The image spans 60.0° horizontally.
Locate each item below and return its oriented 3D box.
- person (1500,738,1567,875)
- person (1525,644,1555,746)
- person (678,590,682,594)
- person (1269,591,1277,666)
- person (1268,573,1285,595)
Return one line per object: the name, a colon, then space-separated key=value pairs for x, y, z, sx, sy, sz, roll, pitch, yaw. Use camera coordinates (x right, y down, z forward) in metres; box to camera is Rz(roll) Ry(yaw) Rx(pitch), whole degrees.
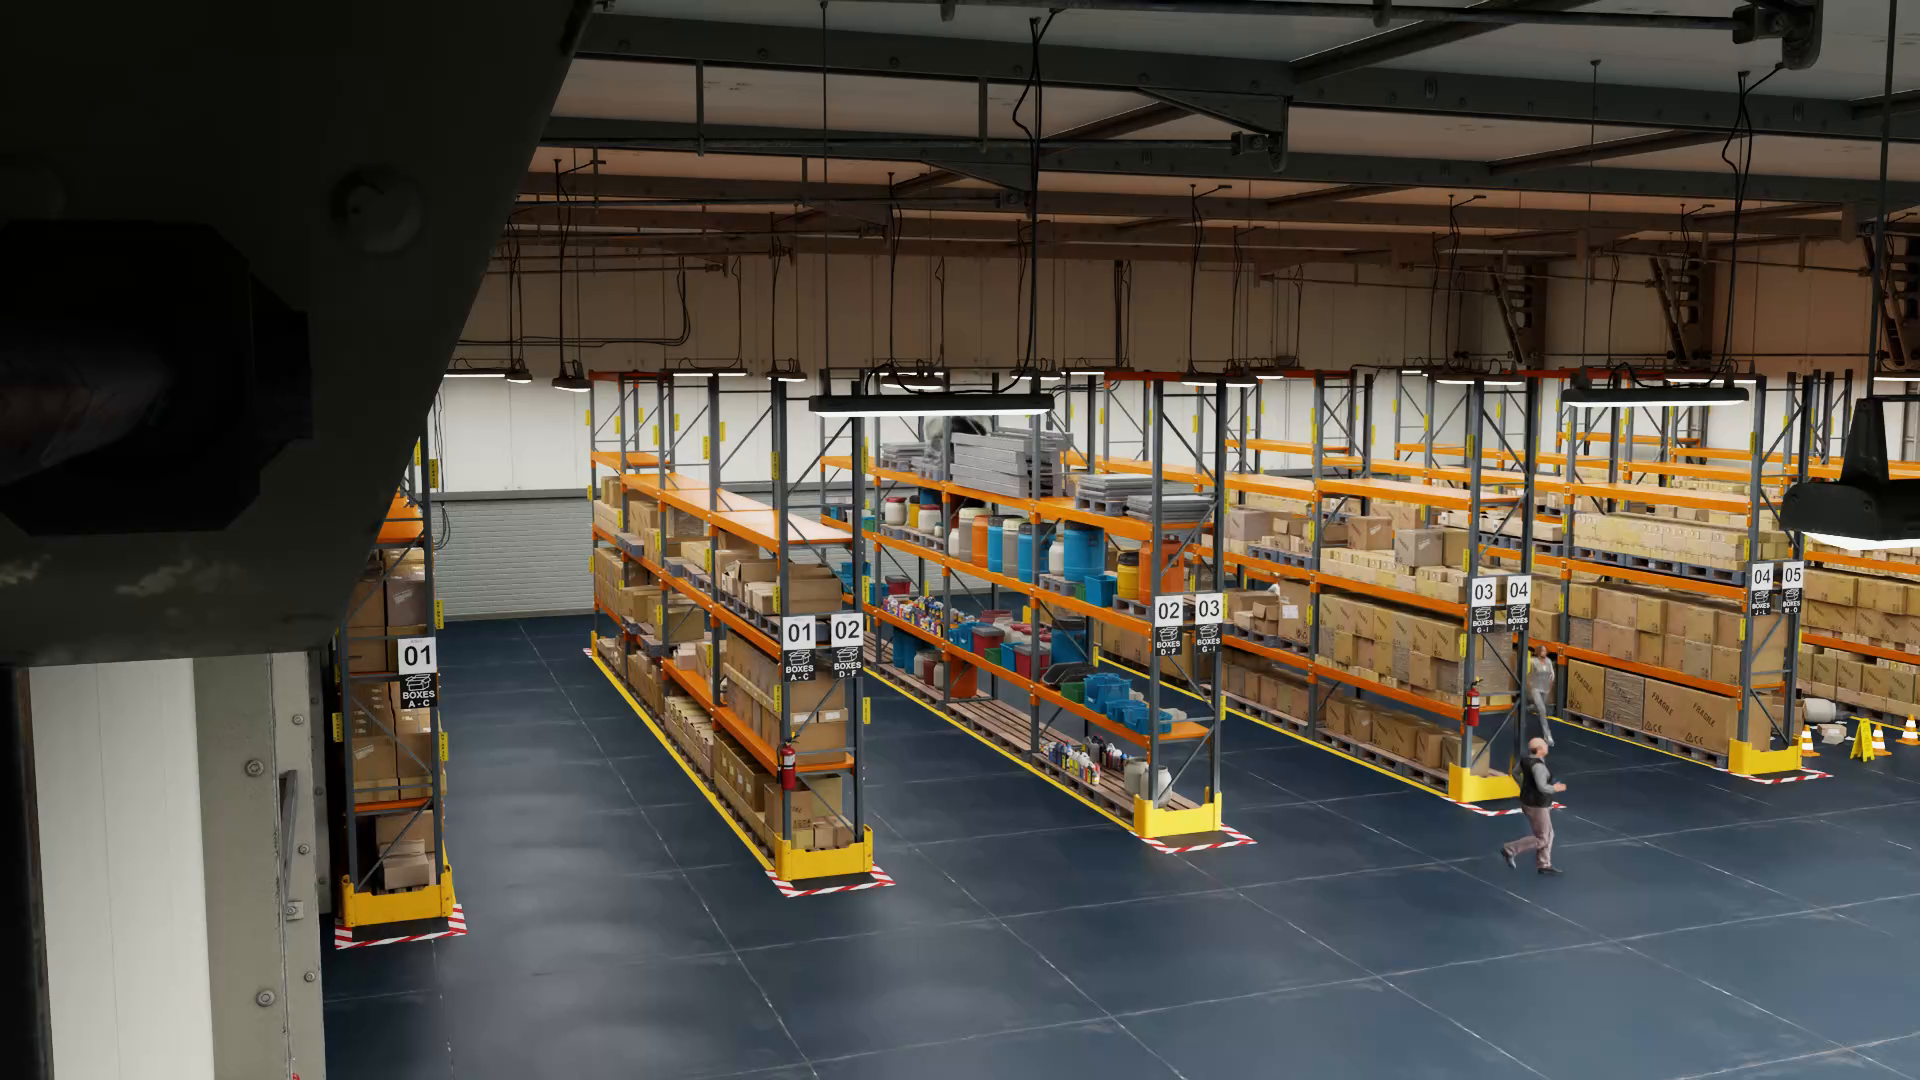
person: x=6.954 y=3.233 z=20.201 sx=0.797 sy=1.692 sz=0.671 roll=0 pitch=6 yaw=1
person: x=9.524 y=2.541 z=27.394 sx=0.506 sy=1.506 sz=1.035 roll=-3 pitch=7 yaw=-22
person: x=-5.910 y=1.492 z=35.784 sx=0.882 sy=1.750 sz=0.668 roll=6 pitch=9 yaw=43
person: x=6.246 y=1.828 z=32.987 sx=0.553 sy=1.628 sz=0.564 roll=-3 pitch=7 yaw=-28
person: x=6.805 y=1.542 z=35.123 sx=0.666 sy=1.802 sz=0.765 roll=-2 pitch=7 yaw=-14
